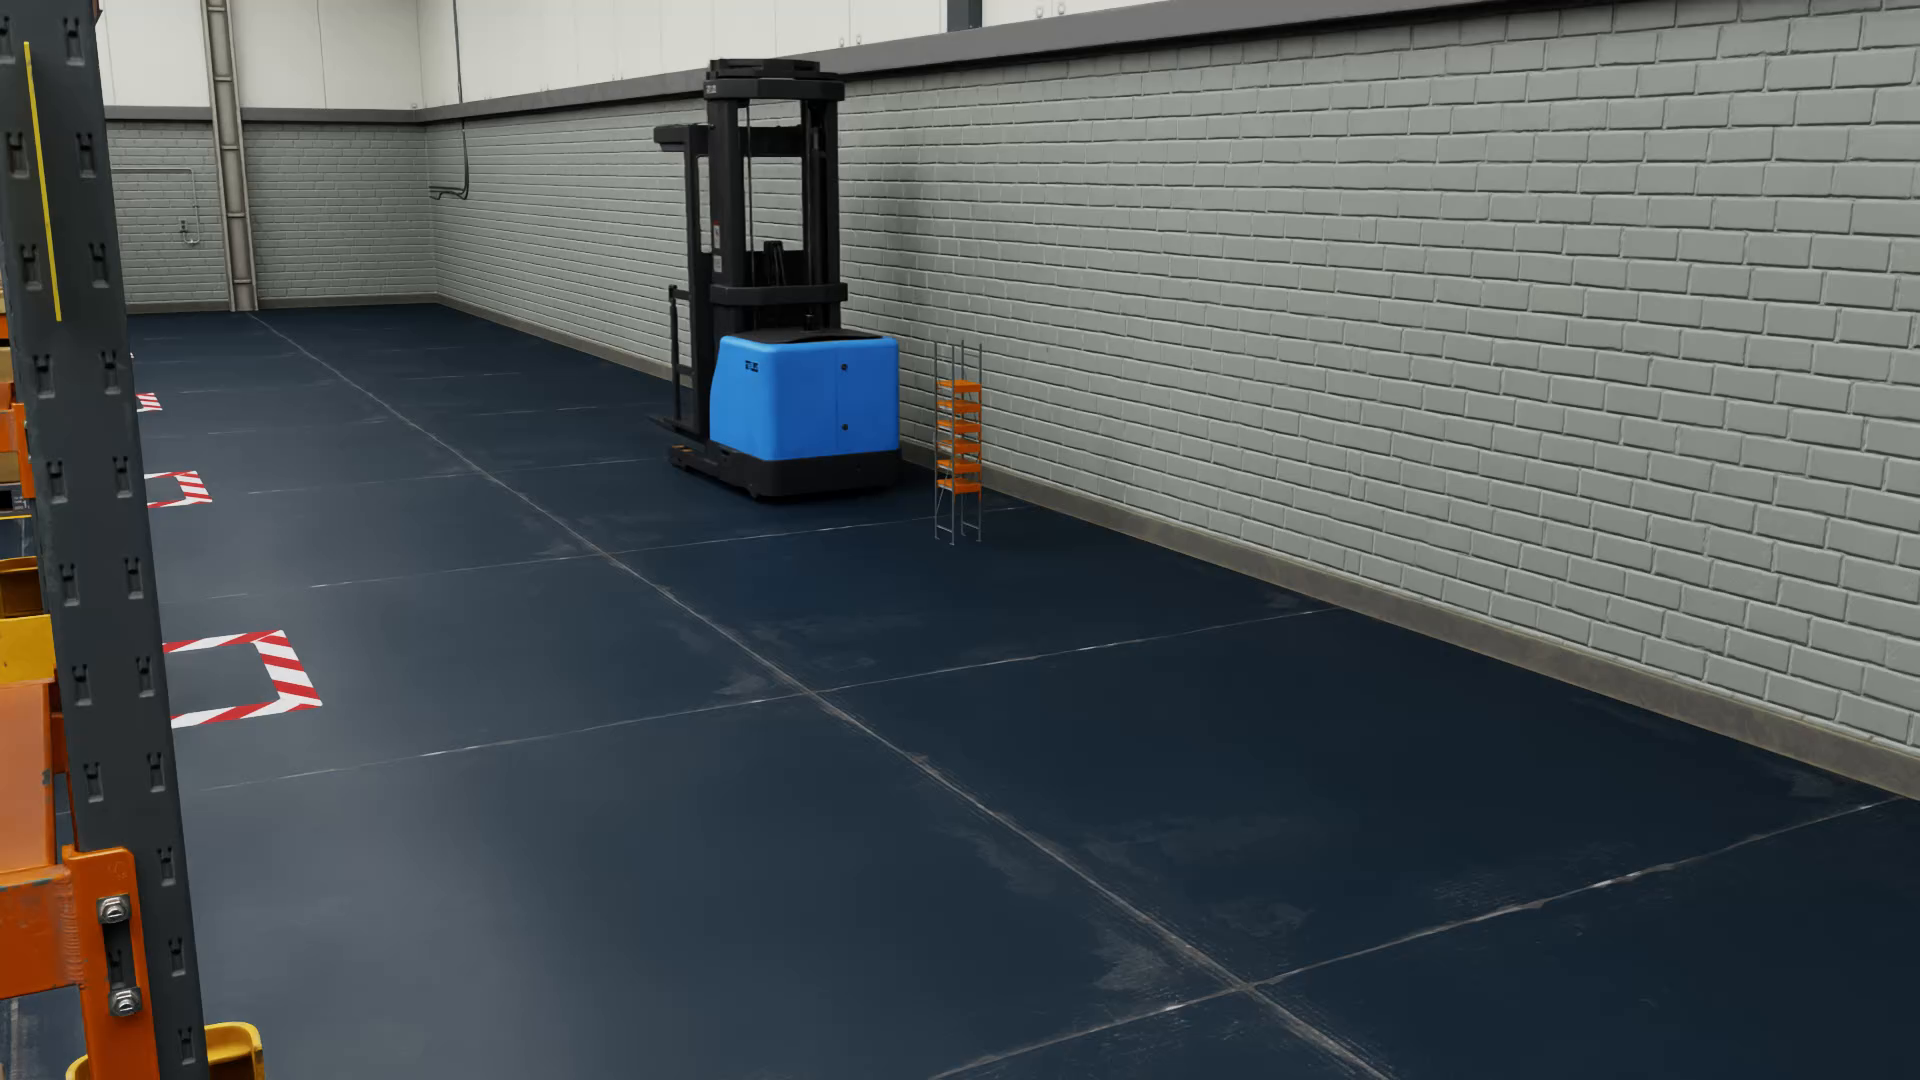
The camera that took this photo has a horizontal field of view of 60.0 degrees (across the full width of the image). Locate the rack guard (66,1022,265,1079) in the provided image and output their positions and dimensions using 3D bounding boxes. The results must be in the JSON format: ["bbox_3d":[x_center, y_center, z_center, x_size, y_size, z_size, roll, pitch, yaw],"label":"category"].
[{"bbox_3d":[-1.336,1.361,2.921,0.348,0.500,1.175,-7,14,-28],"label":"rack guard"}]

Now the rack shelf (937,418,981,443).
[{"bbox_3d":[-0.013,-0.658,9.954,0.180,0.103,0.258,-7,14,-28],"label":"rack shelf"}]

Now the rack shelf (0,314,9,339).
[{"bbox_3d":[-7.861,-1.204,10.266,4.000,0.370,1.077,-7,14,-28],"label":"rack shelf"}]

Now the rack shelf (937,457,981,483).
[{"bbox_3d":[-0.013,-0.423,10.007,0.180,0.103,0.258,-7,14,-28],"label":"rack shelf"}]

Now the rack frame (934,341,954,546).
[{"bbox_3d":[-0.093,-0.574,9.928,0.006,1.200,0.240,-7,14,-28],"label":"rack frame"}]

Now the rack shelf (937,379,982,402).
[{"bbox_3d":[-0.013,-0.892,9.901,0.180,0.103,0.258,-7,14,-28],"label":"rack shelf"}]

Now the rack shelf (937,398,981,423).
[{"bbox_3d":[-0.013,-0.775,9.928,0.180,0.103,0.258,-7,14,-28],"label":"rack shelf"}]

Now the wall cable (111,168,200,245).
[{"bbox_3d":[-12.555,-5.442,25.143,1.851,1.984,0.084,-7,14,-28],"label":"wall cable"}]

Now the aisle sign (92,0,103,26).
[{"bbox_3d":[-1.145,-1.072,2.118,0.004,0.787,0.394,-7,14,-28],"label":"aisle sign"}]

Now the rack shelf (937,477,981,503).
[{"bbox_3d":[-0.013,-0.306,10.033,0.180,0.103,0.258,-7,14,-28],"label":"rack shelf"}]

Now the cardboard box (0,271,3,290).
[{"bbox_3d":[-6.404,-1.735,10.652,0.500,0.250,0.500,-7,15,-29],"label":"cardboard box"}]

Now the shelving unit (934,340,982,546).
[{"bbox_3d":[-0.013,-0.584,9.971,0.189,1.200,0.258,-7,14,-28],"label":"shelving unit"}]

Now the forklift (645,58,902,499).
[{"bbox_3d":[-1.559,-1.987,12.262,1.130,2.935,3.031,-7,14,-28],"label":"forklift"}]

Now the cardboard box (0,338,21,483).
[{"bbox_3d":[-6.629,-0.851,10.941,0.875,0.875,0.875,-7,14,-28],"label":"cardboard box"}]

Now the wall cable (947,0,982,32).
[{"bbox_3d":[0.509,-6.192,9.801,0.120,5.999,2.277,-7,14,-28],"label":"wall cable"}]

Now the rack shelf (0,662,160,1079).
[{"bbox_3d":[-3.113,0.706,1.780,4.000,0.370,1.077,-7,14,-28],"label":"rack shelf"}]

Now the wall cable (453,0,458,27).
[{"bbox_3d":[-6.794,-8.510,22.995,0.112,2.526,3.097,-7,14,-28],"label":"wall cable"}]

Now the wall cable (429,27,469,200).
[{"bbox_3d":[-8.090,-6.567,25.867,0.112,2.526,3.097,-7,14,-28],"label":"wall cable"}]

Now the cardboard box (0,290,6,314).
[{"bbox_3d":[-6.260,-1.542,10.701,0.250,0.149,0.380,-7,14,-27],"label":"cardboard box"}]

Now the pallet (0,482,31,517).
[{"bbox_3d":[-6.770,-0.306,10.987,1.213,0.211,1.003,-7,14,-28],"label":"pallet"}]

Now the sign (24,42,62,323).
[{"bbox_3d":[-1.109,-0.430,2.011,0.005,0.325,0.100,-7,14,-28],"label":"sign"}]

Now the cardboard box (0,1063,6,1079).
[{"bbox_3d":[-1.888,1.278,2.476,0.875,0.438,0.875,-7,15,-30],"label":"cardboard box"}]

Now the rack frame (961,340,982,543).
[{"bbox_3d":[0.068,-0.593,10.013,0.006,1.200,0.240,-7,14,-28],"label":"rack frame"}]

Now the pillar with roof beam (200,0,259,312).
[{"bbox_3d":[-9.207,-7.177,21.504,0.400,9.000,9.100,-7,14,-28],"label":"pillar with roof beam"}]

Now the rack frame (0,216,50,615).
[{"bbox_3d":[-3.818,-0.799,6.827,0.127,3.000,1.000,-7,14,-28],"label":"rack frame"}]

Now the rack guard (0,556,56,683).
[{"bbox_3d":[-3.884,0.429,7.066,0.348,0.500,1.175,-7,14,-28],"label":"rack guard"}]

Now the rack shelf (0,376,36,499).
[{"bbox_3d":[-5.573,-0.237,5.971,4.000,0.370,1.077,-7,14,-28],"label":"rack shelf"}]

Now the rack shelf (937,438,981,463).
[{"bbox_3d":[-0.013,-0.540,9.980,0.180,0.103,0.258,-7,14,-28],"label":"rack shelf"}]
